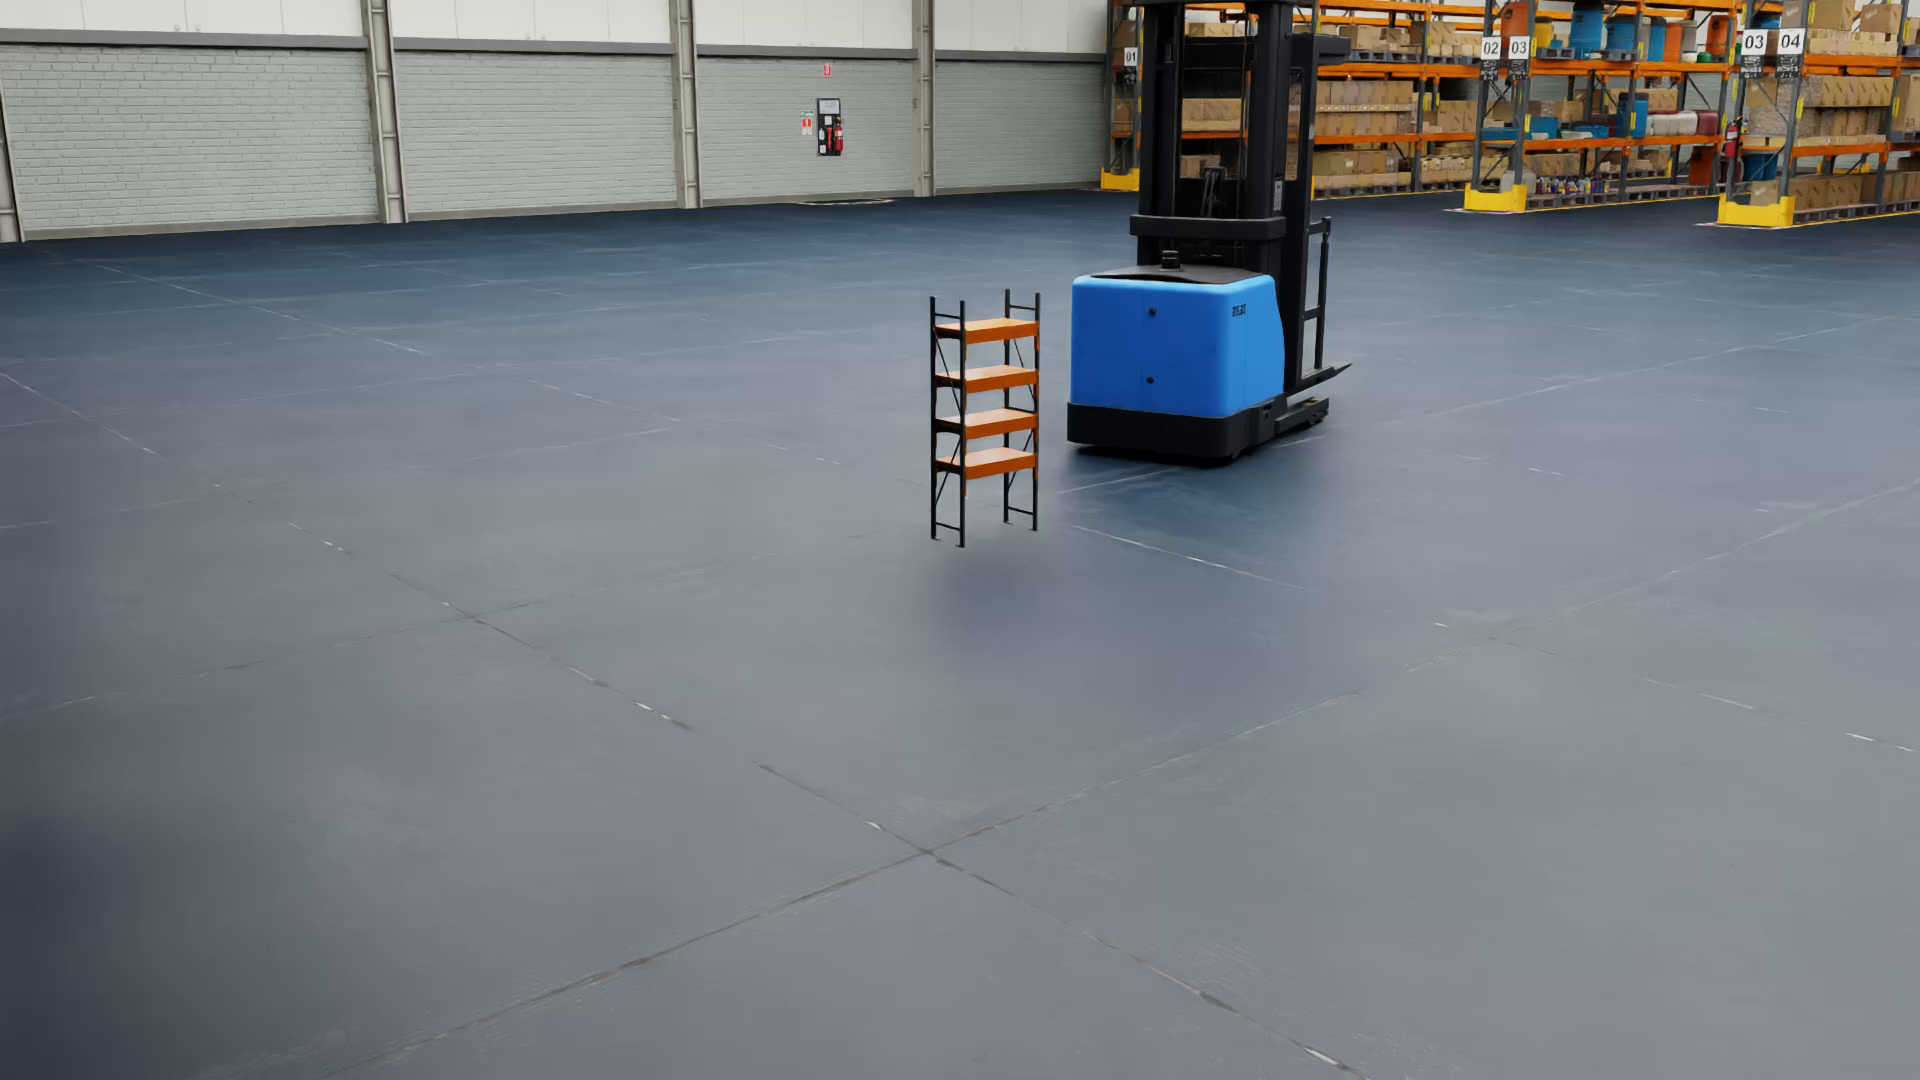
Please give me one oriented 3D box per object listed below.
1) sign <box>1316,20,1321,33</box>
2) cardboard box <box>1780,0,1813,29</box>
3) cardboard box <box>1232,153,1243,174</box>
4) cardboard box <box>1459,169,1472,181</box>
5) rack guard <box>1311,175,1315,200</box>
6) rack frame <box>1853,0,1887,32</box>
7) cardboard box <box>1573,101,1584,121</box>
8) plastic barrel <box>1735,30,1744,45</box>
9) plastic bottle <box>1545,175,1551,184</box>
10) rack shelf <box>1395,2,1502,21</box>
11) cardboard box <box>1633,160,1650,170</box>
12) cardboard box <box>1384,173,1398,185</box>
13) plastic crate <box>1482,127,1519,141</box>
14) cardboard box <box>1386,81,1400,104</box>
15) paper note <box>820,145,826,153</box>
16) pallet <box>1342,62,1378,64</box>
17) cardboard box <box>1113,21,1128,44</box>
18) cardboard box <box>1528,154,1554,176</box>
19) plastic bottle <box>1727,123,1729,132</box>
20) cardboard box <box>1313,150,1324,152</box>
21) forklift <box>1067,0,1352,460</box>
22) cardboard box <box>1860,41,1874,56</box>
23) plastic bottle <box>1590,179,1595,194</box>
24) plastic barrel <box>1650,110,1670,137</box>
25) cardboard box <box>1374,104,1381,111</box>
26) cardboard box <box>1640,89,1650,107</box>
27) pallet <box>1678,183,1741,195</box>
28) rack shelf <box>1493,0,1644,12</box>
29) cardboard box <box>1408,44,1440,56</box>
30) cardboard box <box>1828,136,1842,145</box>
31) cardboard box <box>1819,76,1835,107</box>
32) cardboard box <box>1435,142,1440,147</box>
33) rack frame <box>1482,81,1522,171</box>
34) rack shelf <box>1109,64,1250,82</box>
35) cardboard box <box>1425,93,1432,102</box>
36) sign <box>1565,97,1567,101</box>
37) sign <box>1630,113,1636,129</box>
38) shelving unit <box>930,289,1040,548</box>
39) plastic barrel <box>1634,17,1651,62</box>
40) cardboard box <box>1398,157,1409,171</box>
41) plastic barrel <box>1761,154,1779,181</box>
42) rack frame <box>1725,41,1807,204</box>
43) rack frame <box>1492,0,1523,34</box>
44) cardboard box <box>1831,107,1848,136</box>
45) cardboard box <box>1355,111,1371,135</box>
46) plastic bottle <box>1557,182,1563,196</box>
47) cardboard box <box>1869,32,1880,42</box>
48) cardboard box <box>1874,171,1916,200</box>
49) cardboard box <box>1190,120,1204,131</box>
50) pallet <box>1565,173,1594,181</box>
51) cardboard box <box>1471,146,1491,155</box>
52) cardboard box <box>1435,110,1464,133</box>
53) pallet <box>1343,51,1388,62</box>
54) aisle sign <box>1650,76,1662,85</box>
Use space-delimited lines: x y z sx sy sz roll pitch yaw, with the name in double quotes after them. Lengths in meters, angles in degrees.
7.396 -10.566 34.335 0.005 0.325 0.100 -13 19 -39 "sign"
14.540 -9.031 28.695 0.500 0.500 0.500 -13 19 -39 "cardboard box"
7.344 -9.540 42.143 0.500 0.500 0.700 -12 19 -38 "cardboard box"
11.681 -8.598 39.141 0.500 0.250 0.500 -12 19 -38 "cardboard box"
7.018 -7.554 35.560 0.348 0.500 1.175 -13 19 -39 "rack guard"
22.355 -13.409 41.014 0.127 3.000 1.000 -13 19 -39 "rack frame"
15.585 -11.013 42.659 0.700 0.500 0.500 8 17 28 "cardboard box"
17.559 -11.203 37.489 0.433 0.535 0.433 0 15 0 "plastic barrel"
11.958 -7.251 33.864 0.185 0.351 0.144 -13 20 -40 "plastic bottle"
11.563 -12.139 38.428 4.000 0.370 1.077 -13 19 -39 "rack shelf"
18.122 -10.065 44.593 0.500 0.250 0.500 -13 19 -39 "cardboard box"
9.464 -8.114 37.327 0.500 0.250 0.500 -13 19 -39 "cardboard box"
10.466 -7.872 32.195 0.616 0.251 0.499 -13 19 -39 "plastic crate"
9.343 -9.956 37.002 0.500 0.500 0.700 -13 20 -39 "cardboard box"
-2.852 -8.146 34.642 0.142 0.148 0.016 -13 19 -39 "paper note"
10.268 -12.562 44.019 1.003 0.211 1.213 -12 19 -37 "pallet"
3.936 -11.843 38.793 0.500 0.500 0.500 -12 19 -37 "cardboard box"
14.375 -9.321 41.323 0.500 0.500 0.500 -13 20 -40 "cardboard box"
16.964 -9.118 36.823 0.097 0.271 0.097 0 15 0 "plastic bottle"
7.990 -8.323 36.659 0.500 0.500 0.500 -13 19 -39 "cardboard box"
1.843 -2.223 10.894 1.130 2.935 3.031 9 17 29 "forklift"
15.600 -8.589 29.070 0.500 0.250 0.500 -13 20 -40 "cardboard box"
12.766 -7.145 33.597 0.133 0.283 0.061 -11 19 -36 "plastic bottle"
14.722 -8.787 35.072 0.433 0.535 0.433 0 15 0 "plastic barrel"
9.031 -9.502 36.560 0.250 0.149 0.380 -12 19 -38 "cardboard box"
17.795 -11.617 43.797 0.500 0.500 0.500 -12 19 -38 "cardboard box"
16.888 -7.950 37.604 1.213 0.211 1.003 -13 19 -39 "pallet"
11.794 -10.497 32.279 4.000 0.370 1.077 -13 19 -39 "rack shelf"
10.525 -11.125 37.752 0.500 0.250 0.500 -10 18 -34 "cardboard box"
15.103 -6.952 28.951 0.250 0.149 0.380 -13 19 -39 "cardboard box"
14.512 -7.635 28.312 0.500 0.500 0.500 -13 19 -39 "cardboard box"
13.821 -11.326 47.612 0.250 0.149 0.380 -13 20 -41 "cardboard box"
13.072 -10.121 40.327 0.127 3.000 1.000 -13 19 -39 "rack frame"
5.291 -11.170 39.835 4.000 0.370 1.077 -13 19 -39 "rack shelf"
12.650 -12.197 45.838 0.500 0.250 0.500 -12 19 -38 "cardboard box"
15.727 -11.321 43.142 0.005 0.325 0.100 -13 19 -39 "sign"
13.656 -8.503 33.734 0.005 0.325 0.100 -13 19 -39 "sign"
0.125 -0.608 8.200 0.503 1.200 0.258 -13 19 -39 "shelving unit"
14.037 -10.409 34.621 0.600 0.901 0.600 0 15 0 "plastic barrel"
10.171 -8.713 38.484 0.500 0.311 0.500 -13 19 -39 "cardboard box"
18.916 -8.934 39.135 0.708 0.901 0.600 -13 19 -39 "plastic barrel"
13.537 -6.836 28.031 0.127 3.000 1.000 -13 19 -39 "rack frame"
15.852 -15.338 48.234 0.127 3.000 1.000 -13 19 -39 "rack frame"
15.058 -7.383 29.307 0.500 0.500 0.875 -13 19 -39 "cardboard box"
8.563 -9.153 36.511 0.500 0.500 0.700 -12 19 -38 "cardboard box"
11.858 -6.941 32.859 0.097 0.271 0.097 0 15 0 "plastic bottle"
15.913 -8.833 29.213 0.250 0.149 0.380 -13 20 -41 "cardboard box"
17.825 -6.791 31.851 0.700 0.500 0.500 14 20 42 "cardboard box"
5.512 -9.948 39.933 0.500 0.250 0.500 -12 19 -39 "cardboard box"
15.500 -9.306 42.680 1.213 0.211 1.003 -13 19 -39 "pallet"
15.012 -11.212 48.442 0.500 0.500 0.700 -13 20 -40 "cardboard box"
11.419 -9.792 38.904 0.500 0.500 0.500 -13 19 -39 "cardboard box"
8.508 -10.494 36.085 1.213 0.211 1.003 -13 19 -39 "pallet"
18.965 -12.801 45.322 0.004 0.787 0.394 -13 19 -39 "aisle sign"
